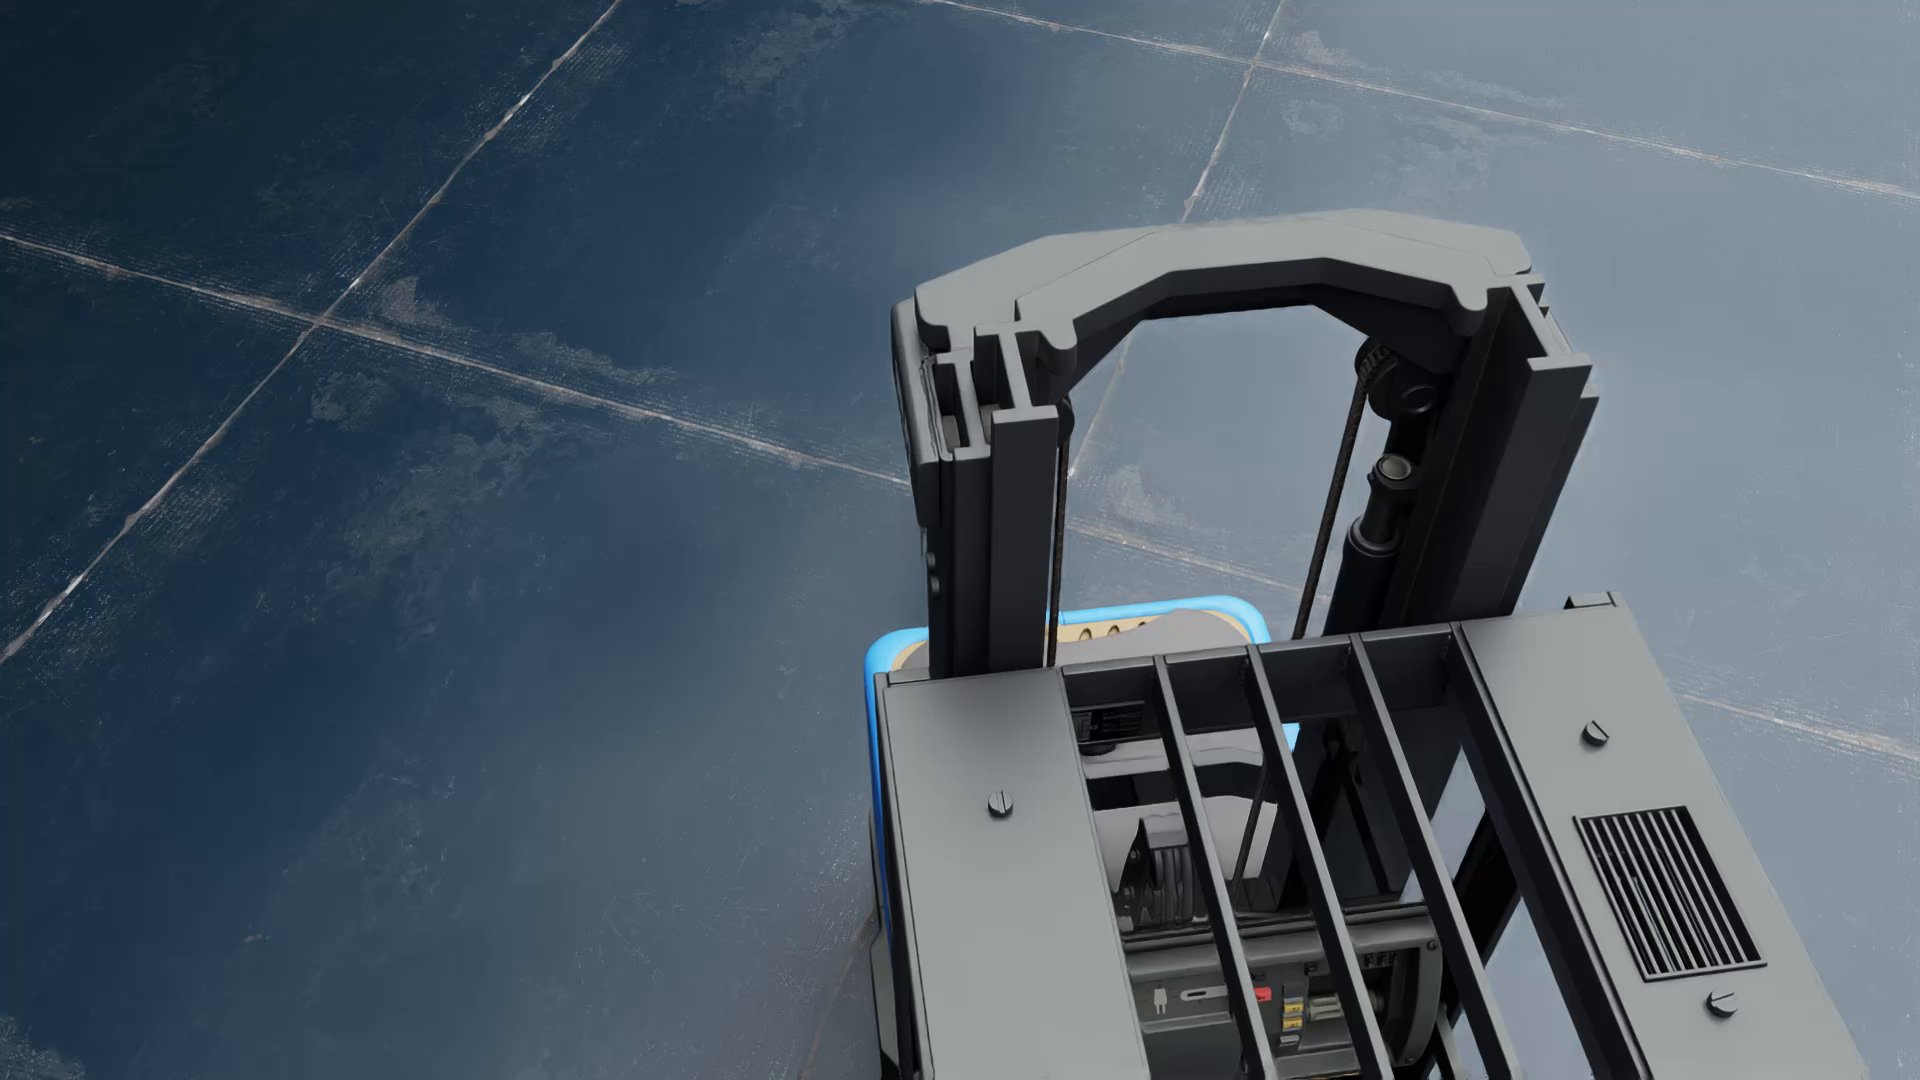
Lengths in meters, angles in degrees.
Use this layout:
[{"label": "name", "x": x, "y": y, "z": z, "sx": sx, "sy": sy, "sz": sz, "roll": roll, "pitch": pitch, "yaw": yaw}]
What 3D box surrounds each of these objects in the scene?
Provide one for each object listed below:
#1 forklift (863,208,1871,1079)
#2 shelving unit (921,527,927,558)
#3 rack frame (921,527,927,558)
[{"label": "forklift", "x": 0.458, "y": 1.030, "z": 2.918, "sx": 1.130, "sy": 2.935, "sz": 3.031, "roll": -6, "pitch": 49, "yaw": -5}, {"label": "shelving unit", "x": 0.008, "y": -0.293, "z": 5.408, "sx": 0.210, "sy": 0.900, "sz": 0.258, "roll": 16, "pitch": 51, "yaw": 13}, {"label": "rack frame", "x": -0.088, "y": -0.319, "z": 5.431, "sx": 0.006, "sy": 0.900, "sz": 0.240, "roll": 16, "pitch": 51, "yaw": 13}]
